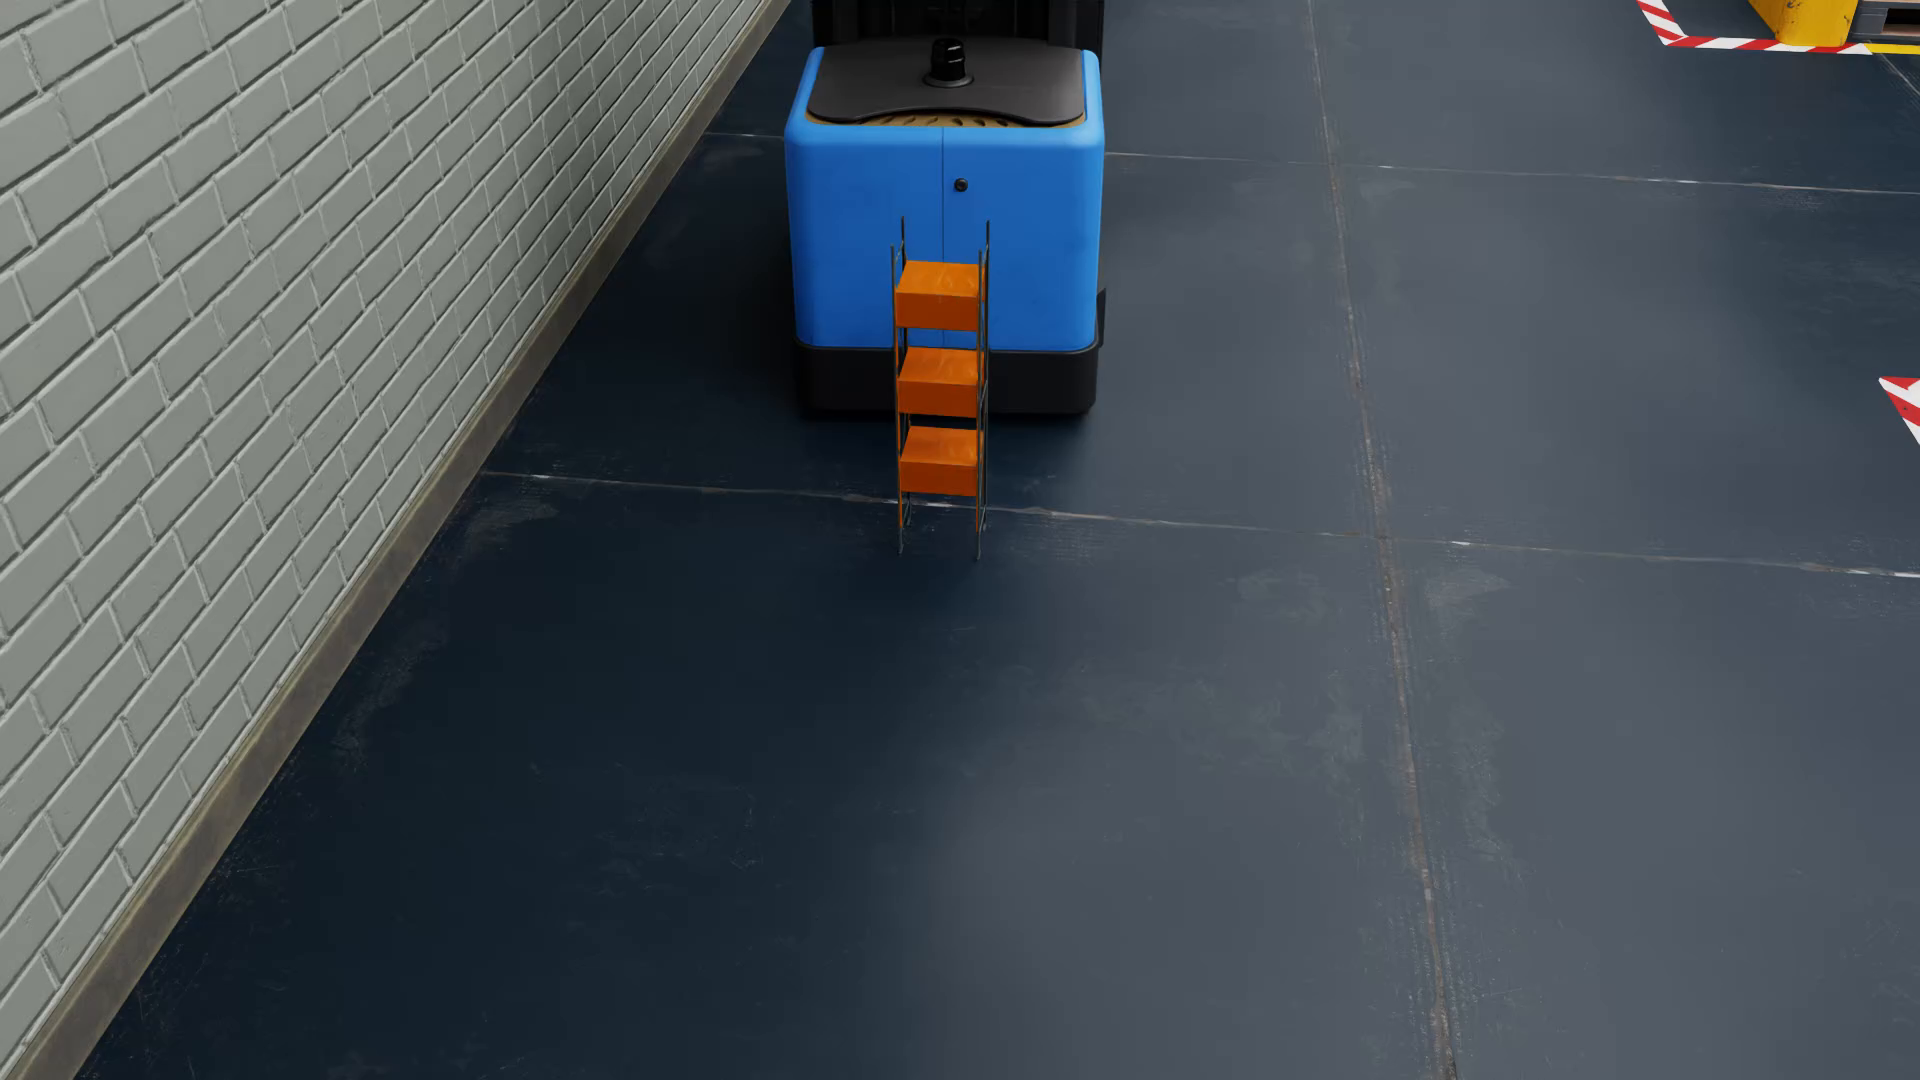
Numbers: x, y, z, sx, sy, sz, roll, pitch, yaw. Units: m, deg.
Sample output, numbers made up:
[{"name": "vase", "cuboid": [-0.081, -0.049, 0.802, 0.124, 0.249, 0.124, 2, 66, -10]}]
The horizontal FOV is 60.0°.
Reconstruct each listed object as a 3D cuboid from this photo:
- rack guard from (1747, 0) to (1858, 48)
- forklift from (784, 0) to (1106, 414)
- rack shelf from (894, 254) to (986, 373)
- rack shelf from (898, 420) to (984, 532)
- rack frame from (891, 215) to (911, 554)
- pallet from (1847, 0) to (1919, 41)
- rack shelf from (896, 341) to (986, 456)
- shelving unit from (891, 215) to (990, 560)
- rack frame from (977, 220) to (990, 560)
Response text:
[{"name": "rack guard", "cuboid": [4.691, -3.206, 9.312, 0.348, 0.500, 1.175, 4, 36, 6]}, {"name": "forklift", "cuboid": [0.003, -2.455, 6.167, 1.130, 2.935, 3.031, 1, 36, 2]}, {"name": "rack shelf", "cuboid": [-0.053, -0.654, 4.792, 0.240, 0.259, 0.215, 4, 36, 6]}, {"name": "rack shelf", "cuboid": [-0.053, -0.196, 5.118, 0.240, 0.259, 0.215, 4, 36, 6]}, {"name": "rack frame", "cuboid": [-0.174, -0.440, 4.963, 0.008, 1.050, 0.200, 4, 36, 6]}, {"name": "pallet", "cuboid": [5.518, -3.072, 9.373, 1.213, 0.211, 1.003, 4, 36, 6]}, {"name": "rack shelf", "cuboid": [-0.053, -0.423, 4.957, 0.240, 0.259, 0.215, 4, 36, 6]}, {"name": "shelving unit", "cuboid": [-0.053, -0.431, 4.951, 0.252, 1.050, 0.215, 4, 36, 6]}, {"name": "rack frame", "cuboid": [0.068, -0.422, 4.938, 0.008, 1.050, 0.200, 4, 36, 6]}]
